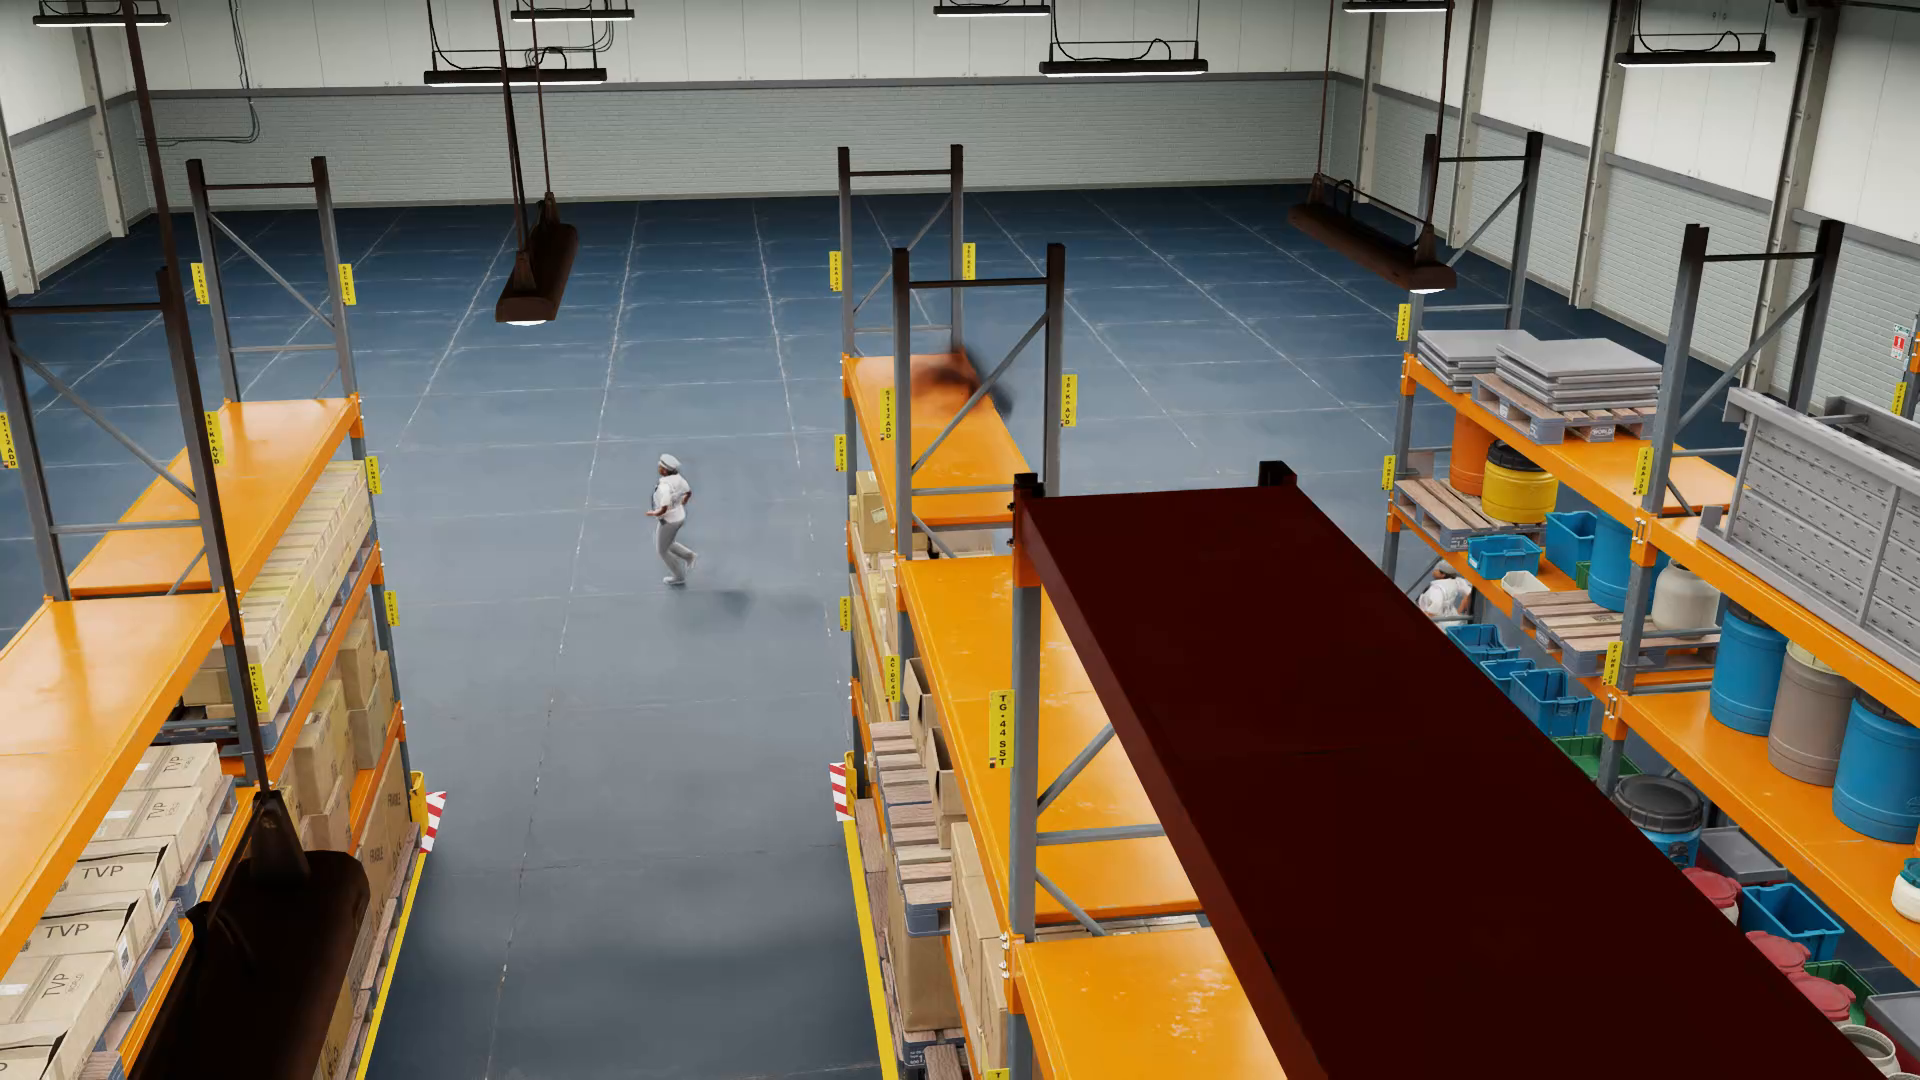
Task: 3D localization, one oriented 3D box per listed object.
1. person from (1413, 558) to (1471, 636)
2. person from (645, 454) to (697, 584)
[{"bbox_3d":[4.862,0.917,17.071,0.861,1.659,0.615,13,25,30],"label":"person"},{"bbox_3d":[-3.505,-0.252,20.050,0.558,1.658,0.574,6,22,14],"label":"person"}]
